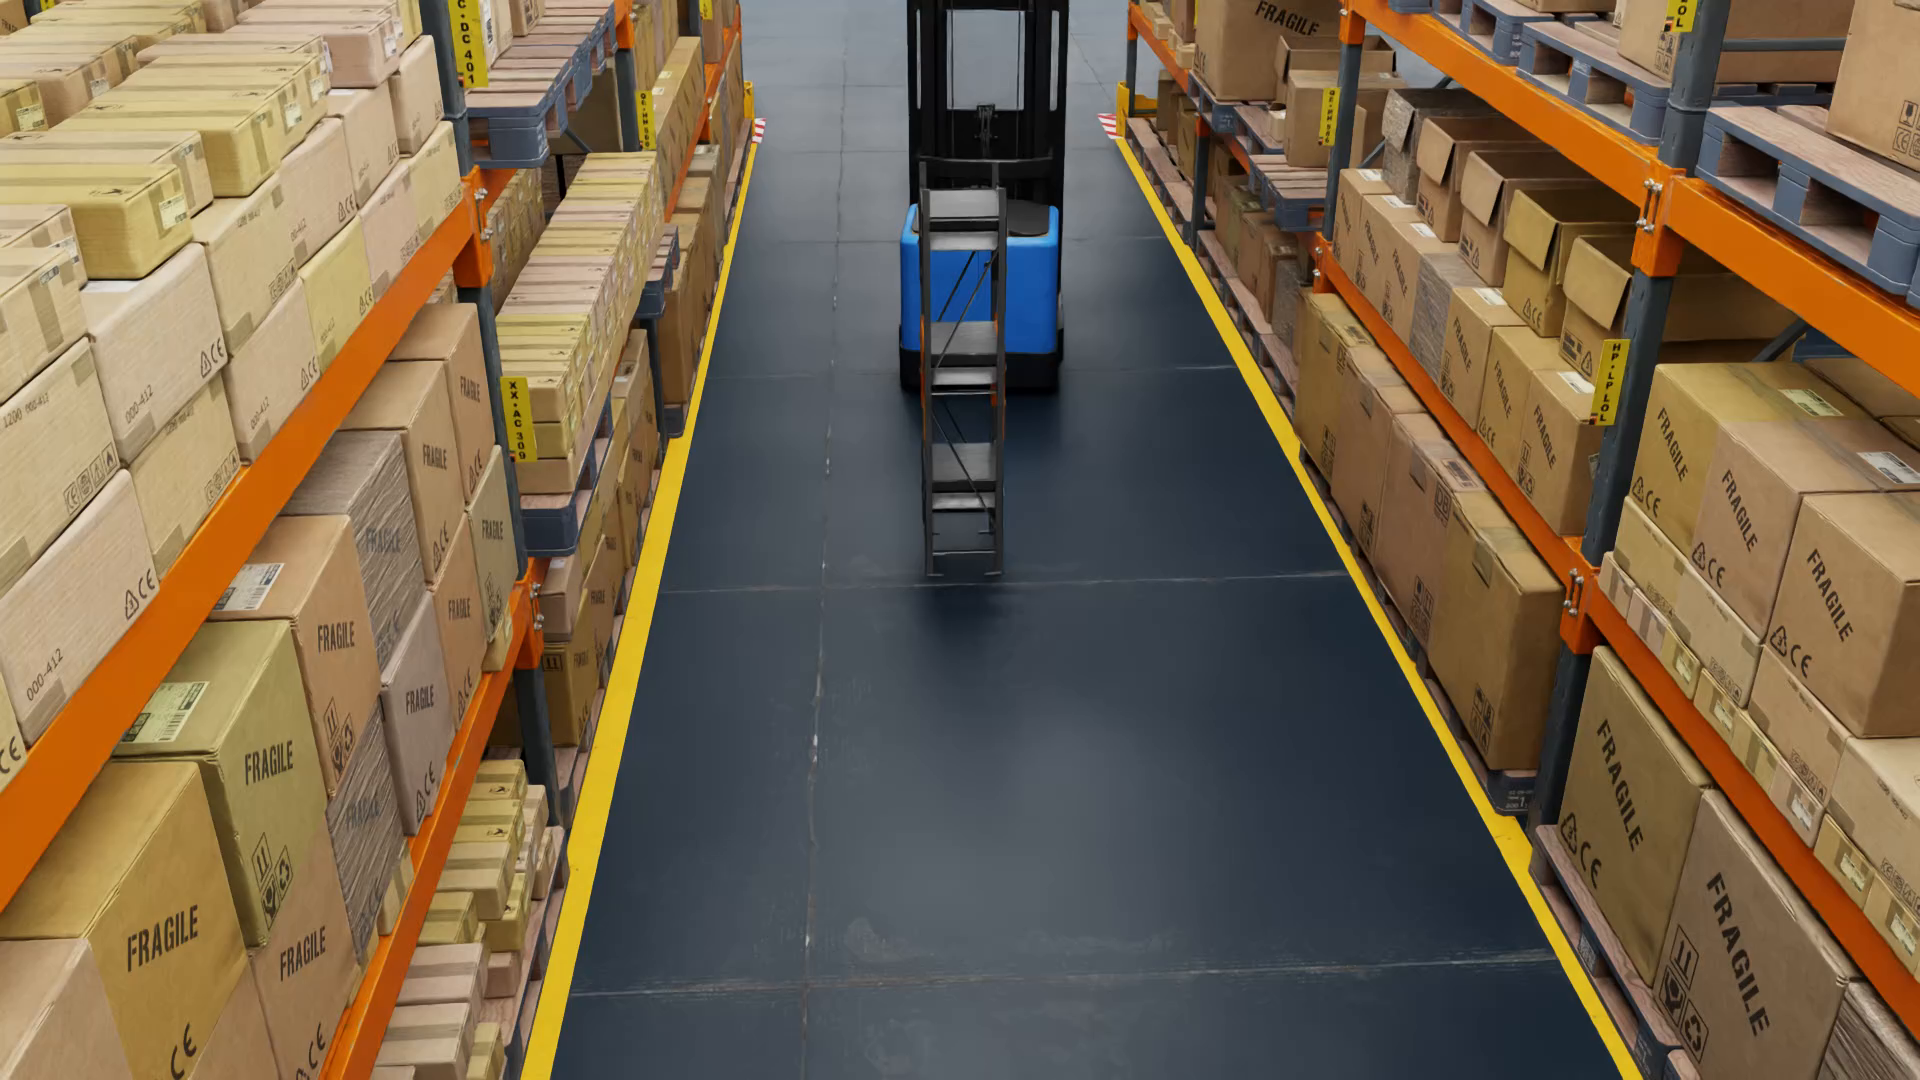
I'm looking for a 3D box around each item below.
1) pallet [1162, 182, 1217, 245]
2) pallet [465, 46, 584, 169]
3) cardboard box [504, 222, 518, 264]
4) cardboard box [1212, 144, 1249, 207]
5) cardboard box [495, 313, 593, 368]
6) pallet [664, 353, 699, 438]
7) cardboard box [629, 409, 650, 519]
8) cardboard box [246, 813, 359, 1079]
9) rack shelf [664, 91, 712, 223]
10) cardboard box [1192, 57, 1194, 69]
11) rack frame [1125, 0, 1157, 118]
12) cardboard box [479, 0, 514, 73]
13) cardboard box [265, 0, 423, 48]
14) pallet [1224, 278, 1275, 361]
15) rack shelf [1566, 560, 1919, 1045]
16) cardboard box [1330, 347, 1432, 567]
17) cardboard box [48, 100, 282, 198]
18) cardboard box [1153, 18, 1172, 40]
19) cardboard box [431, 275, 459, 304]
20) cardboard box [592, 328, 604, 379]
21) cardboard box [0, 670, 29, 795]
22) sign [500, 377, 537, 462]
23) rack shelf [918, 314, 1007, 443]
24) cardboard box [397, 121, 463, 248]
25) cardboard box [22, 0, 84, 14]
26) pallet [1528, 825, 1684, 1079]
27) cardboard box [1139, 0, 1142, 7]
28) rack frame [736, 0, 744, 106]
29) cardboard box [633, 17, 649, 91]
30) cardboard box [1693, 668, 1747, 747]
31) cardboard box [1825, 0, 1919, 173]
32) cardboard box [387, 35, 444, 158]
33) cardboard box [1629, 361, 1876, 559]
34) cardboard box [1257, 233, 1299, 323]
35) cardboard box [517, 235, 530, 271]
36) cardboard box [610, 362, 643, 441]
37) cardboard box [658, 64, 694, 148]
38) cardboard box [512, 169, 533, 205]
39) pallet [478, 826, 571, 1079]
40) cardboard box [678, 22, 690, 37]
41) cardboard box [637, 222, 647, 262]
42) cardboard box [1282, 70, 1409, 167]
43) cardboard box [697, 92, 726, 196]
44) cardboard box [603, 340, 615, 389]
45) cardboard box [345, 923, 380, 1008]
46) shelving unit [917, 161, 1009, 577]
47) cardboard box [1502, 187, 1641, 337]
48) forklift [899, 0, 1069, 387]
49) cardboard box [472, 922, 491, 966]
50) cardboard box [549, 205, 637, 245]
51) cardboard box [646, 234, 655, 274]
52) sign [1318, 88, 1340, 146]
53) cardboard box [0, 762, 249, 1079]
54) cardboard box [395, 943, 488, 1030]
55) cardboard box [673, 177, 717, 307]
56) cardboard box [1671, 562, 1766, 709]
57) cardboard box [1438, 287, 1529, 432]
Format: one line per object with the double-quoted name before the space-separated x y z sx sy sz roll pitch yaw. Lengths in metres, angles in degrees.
"pallet" 2.364 -2.865 14.515 1.003 0.211 1.213 -1 28 -3
"pallet" -2.033 -1.559 5.955 1.213 0.211 1.003 -1 28 -3
"cardboard box" -2.444 -1.485 8.350 0.380 0.149 0.250 -1 28 -2
"cardboard box" 2.453 -3.056 14.114 0.500 0.500 0.500 -2 28 -4
"cardboard box" -1.699 -0.803 6.720 0.380 0.149 0.250 -1 28 -2
"pallet" -2.281 -1.001 10.941 1.003 0.211 1.213 -1 28 -3
"cardboard box" -1.997 -0.412 9.045 0.500 0.500 0.500 0 28 -1
"cardboard box" -1.712 0.959 3.737 0.500 0.500 0.500 -1 28 -2
"rack shelf" -2.420 -2.476 11.532 1.077 0.370 4.000 -1 28 -3
"cardboard box" 2.126 -3.889 13.734 0.380 0.149 0.250 -1 28 -3
"rack frame" 2.225 -5.639 16.819 1.000 3.000 0.127 -1 28 -3
"cardboard box" -1.943 -1.913 6.072 0.500 0.311 0.500 -2 28 -3
"cardboard box" -1.817 -1.549 4.922 0.380 0.149 0.250 -3 28 -5
"pallet" 2.543 -1.631 12.150 1.003 0.211 1.213 -1 28 -3
"rack shelf" 2.956 1.145 4.589 1.077 0.370 4.000 -1 28 -3
"cardboard box" 2.697 -0.458 8.728 1.225 0.875 0.875 -1 28 -2
"cardboard box" -1.690 -0.835 3.555 0.380 0.149 0.250 -2 28 -4
"cardboard box" 1.983 -4.695 15.281 0.380 0.149 0.250 -1 28 -3
"cardboard box" -2.372 -1.022 7.140 0.380 0.149 0.250 -2 28 -4
"cardboard box" -1.711 -0.783 7.004 0.380 0.149 0.250 -3 28 -5
"cardboard box" -1.666 0.346 2.262 0.500 0.250 0.500 0 28 -1
"sign" -1.565 -0.425 5.885 0.100 0.325 0.005 -1 28 -3
"rack shelf" 0.009 -0.842 8.624 0.431 0.518 0.480 -1 28 -3
"cardboard box" -1.811 -1.068 4.972 0.500 0.250 0.500 -1 28 -1
"cardboard box" -7.269 -4.381 12.895 0.700 0.500 0.500 -2 28 -3
"pallet" 2.813 1.492 6.161 1.003 0.211 1.213 -1 28 -3
"cardboard box" 2.002 -5.391 16.613 0.380 0.149 0.250 -1 28 -3
"rack frame" -2.733 -5.566 16.679 1.000 3.000 0.127 -1 28 -3
"cardboard box" -2.386 -3.037 10.641 0.700 0.500 0.500 -2 28 -3
"cardboard box" 2.579 0.523 5.276 0.380 0.149 0.250 -2 28 -4
"cardboard box" 2.953 -1.342 4.666 0.700 0.500 0.500 -3 28 -6
"cardboard box" -1.829 -1.303 4.882 0.500 0.250 0.500 -3 28 -5
"cardboard box" 2.621 -0.268 5.550 0.500 0.500 0.500 -1 28 -3
"cardboard box" 2.510 -1.858 11.796 0.700 0.500 0.500 1 28 2
"cardboard box" -2.465 -1.487 8.674 0.380 0.149 0.250 0 28 0
"cardboard box" -1.981 -0.740 8.862 0.500 0.250 0.500 -1 28 -2
"cardboard box" -2.177 -3.062 11.769 0.500 0.500 0.500 -1 28 -2
"cardboard box" -2.468 -1.868 8.762 0.380 0.149 0.250 -2 28 -4
"pallet" -2.036 1.521 6.105 1.003 0.211 1.213 -1 28 -3
"cardboard box" -2.556 -3.956 13.428 0.875 0.550 0.550 -1 28 -3
"cardboard box" -1.790 -1.501 8.380 0.380 0.149 0.250 -1 28 -3
"cardboard box" 2.446 -2.679 10.581 0.700 0.500 0.500 3 28 5
"cardboard box" -2.487 -3.255 14.091 0.875 0.875 0.875 -1 28 -2
"cardboard box" -1.723 -0.769 7.299 0.380 0.149 0.250 -3 28 -5
"cardboard box" -1.720 1.057 4.250 0.380 0.149 0.250 0 28 -1
"shelving unit" 0.009 -0.855 8.618 0.431 2.100 0.503 -1 28 -3
"cardboard box" 2.786 -1.199 7.112 0.797 0.503 0.637 -1 28 -2
"forklift" 0.202 -2.958 11.752 1.130 2.935 3.031 1 28 3
"cardboard box" -1.799 1.425 5.580 0.380 0.149 0.250 -1 28 -2
"cardboard box" -1.783 -1.523 8.101 0.380 0.149 0.250 -1 28 -3
"cardboard box" -1.806 -1.496 8.693 0.380 0.149 0.250 -1 28 -2
"sign" 2.102 -2.406 9.452 0.100 0.325 0.005 -1 28 -3
"cardboard box" -1.689 0.757 3.045 0.500 0.500 0.500 -1 28 -1
"cardboard box" -1.713 1.424 5.261 0.380 0.149 0.250 -3 28 -5
"cardboard box" -2.356 -2.178 12.160 1.050 0.750 0.750 -1 28 -3
"cardboard box" 2.636 0.290 5.291 0.500 0.250 0.500 -2 28 -3
"cardboard box" 2.501 -0.821 7.473 0.500 0.500 0.500 -2 28 -3
